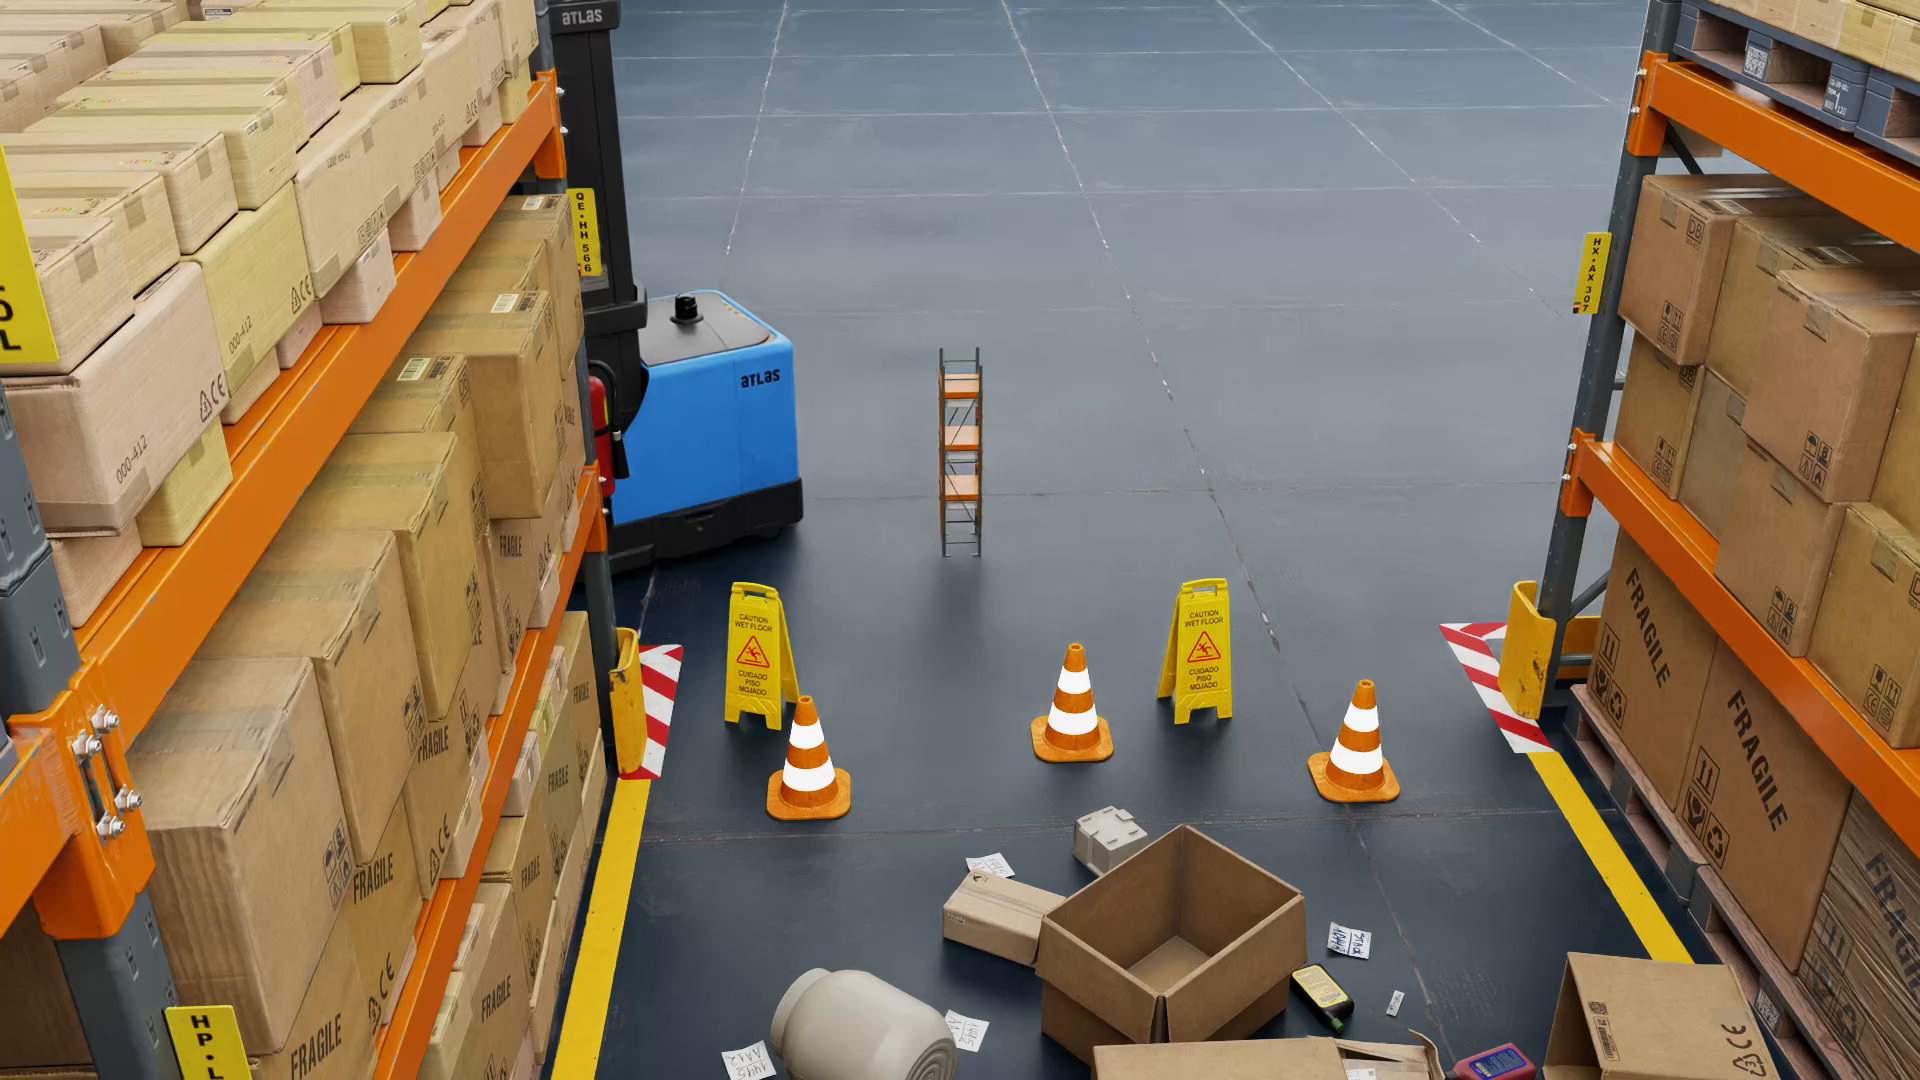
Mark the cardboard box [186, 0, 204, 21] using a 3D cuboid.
[{"bbox_3d":[-2.082,-1.402,4.361,0.380,0.149,0.250,-2,28,-3],"label":"cardboard box"}]

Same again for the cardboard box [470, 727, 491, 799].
[{"bbox_3d":[-1.510,0.637,4.557,0.380,0.149,0.250,-1,28,-3],"label":"cardboard box"}]

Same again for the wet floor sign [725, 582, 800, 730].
[{"bbox_3d":[-0.866,0.468,7.154,0.267,0.644,0.232,8,29,15],"label":"wet floor sign"}]

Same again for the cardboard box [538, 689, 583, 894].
[{"bbox_3d":[-1.592,0.843,5.598,0.500,0.500,0.500,0,28,-1],"label":"cardboard box"}]

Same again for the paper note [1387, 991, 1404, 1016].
[{"bbox_3d":[1.492,1.587,5.697,0.032,0.001,0.123,13,30,24],"label":"paper note"}]

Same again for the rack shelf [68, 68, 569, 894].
[{"bbox_3d":[-1.820,-0.549,4.094,1.077,0.370,4.000,-1,28,-3],"label":"rack shelf"}]

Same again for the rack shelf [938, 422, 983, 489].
[{"bbox_3d":[0.003,-0.431,8.465,0.215,0.259,0.240,-1,28,-3],"label":"rack shelf"}]

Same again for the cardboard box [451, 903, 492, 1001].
[{"bbox_3d":[-1.469,1.099,4.407,0.380,0.149,0.250,0,28,0],"label":"cardboard box"}]

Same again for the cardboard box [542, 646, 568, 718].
[{"bbox_3d":[-1.536,0.483,5.588,0.380,0.149,0.250,-1,28,-1],"label":"cardboard box"}]

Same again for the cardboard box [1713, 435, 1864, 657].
[{"bbox_3d":[3.032,-0.009,5.362,0.875,0.550,0.550,-1,28,-3],"label":"cardboard box"}]

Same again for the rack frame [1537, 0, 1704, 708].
[{"bbox_3d":[3.014,-0.628,6.710,1.000,3.000,0.127,-1,28,-3],"label":"rack frame"}]

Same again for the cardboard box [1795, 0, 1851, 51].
[{"bbox_3d":[2.752,-1.561,4.964,0.380,0.149,0.250,-1,28,-2],"label":"cardboard box"}]

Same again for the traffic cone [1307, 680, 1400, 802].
[{"bbox_3d":[1.623,0.776,6.761,0.336,0.463,0.334,-1,28,-3],"label":"traffic cone"}]

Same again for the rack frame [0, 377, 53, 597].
[{"bbox_3d":[-1.716,-1.275,1.463,1.000,3.000,0.127,-1,28,-3],"label":"rack frame"}]

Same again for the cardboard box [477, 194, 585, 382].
[{"bbox_3d":[-1.680,-0.851,5.626,0.700,0.500,0.500,-2,28,-4],"label":"cardboard box"}]

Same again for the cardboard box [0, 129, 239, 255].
[{"bbox_3d":[-1.454,-0.582,2.787,0.380,0.149,0.250,-2,28,-4],"label":"cardboard box"}]

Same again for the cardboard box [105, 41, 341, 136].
[{"bbox_3d":[-1.529,-0.940,3.475,0.380,0.149,0.250,-2,28,-3],"label":"cardboard box"}]

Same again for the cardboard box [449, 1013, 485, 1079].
[{"bbox_3d":[-1.517,1.560,4.224,0.500,0.500,0.500,0,28,-1],"label":"cardboard box"}]

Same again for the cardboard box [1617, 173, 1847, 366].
[{"bbox_3d":[2.994,-1.001,6.096,0.875,0.550,0.550,-1,28,-3],"label":"cardboard box"}]

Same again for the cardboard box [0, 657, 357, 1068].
[{"bbox_3d":[-1.522,0.557,2.927,0.700,0.500,0.500,-2,28,-3],"label":"cardboard box"}]

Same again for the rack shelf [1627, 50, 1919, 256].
[{"bbox_3d":[3.118,-0.715,4.412,1.077,0.370,4.000,-1,28,-3],"label":"rack shelf"}]

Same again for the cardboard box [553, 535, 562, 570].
[{"bbox_3d":[-1.575,0.050,5.681,0.380,0.149,0.250,-2,28,-4],"label":"cardboard box"}]

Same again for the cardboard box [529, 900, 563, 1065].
[{"bbox_3d":[-1.562,1.419,5.305,0.500,0.250,0.500,-2,28,-4],"label":"cardboard box"}]

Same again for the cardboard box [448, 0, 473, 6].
[{"bbox_3d":[-1.605,-1.647,4.831,0.380,0.149,0.250,-2,28,-3],"label":"cardboard box"}]

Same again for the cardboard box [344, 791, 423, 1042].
[{"bbox_3d":[-1.510,0.768,3.604,0.500,0.500,0.500,-1,28,-3],"label":"cardboard box"}]

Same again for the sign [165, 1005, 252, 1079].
[{"bbox_3d":[-1.162,0.857,2.611,0.100,0.325,0.005,-1,28,-3],"label":"sign"}]

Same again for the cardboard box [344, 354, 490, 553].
[{"bbox_3d":[-1.644,-0.150,4.283,0.700,0.500,0.500,-2,28,-3],"label":"cardboard box"}]

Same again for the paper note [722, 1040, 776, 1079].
[{"bbox_3d":[-0.692,1.710,5.439,0.142,0.019,0.148,-11,30,-20],"label":"paper note"}]

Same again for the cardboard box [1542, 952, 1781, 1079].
[{"bbox_3d":[2.117,1.634,5.073,0.500,0.500,0.500,3,28,6],"label":"cardboard box"}]

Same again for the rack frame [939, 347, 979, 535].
[{"bbox_3d":[-0.004,-0.497,8.568,0.200,1.050,0.008,-1,28,-3],"label":"rack frame"}]

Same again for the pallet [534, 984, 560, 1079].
[{"bbox_3d":[-1.853,1.748,5.171,1.003,0.211,1.213,-1,28,-3],"label":"pallet"}]

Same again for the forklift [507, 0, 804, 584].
[{"bbox_3d":[-2.360,-1.190,7.863,3.031,2.935,1.130,-16,31,-27],"label":"forklift"}]

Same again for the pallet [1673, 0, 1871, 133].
[{"bbox_3d":[3.063,-1.576,5.381,1.003,0.211,1.213,-1,28,-3],"label":"pallet"}]

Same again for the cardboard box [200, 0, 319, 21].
[{"bbox_3d":[-1.650,-1.294,4.154,0.380,0.149,0.250,-2,28,-4],"label":"cardboard box"}]

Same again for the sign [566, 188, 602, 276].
[{"bbox_3d":[-1.369,-1.119,6.059,0.100,0.325,0.005,-1,28,-3],"label":"sign"}]

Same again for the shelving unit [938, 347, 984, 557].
[{"bbox_3d":[0.003,-0.441,8.460,0.215,1.050,0.252,-1,28,-3],"label":"shelving unit"}]

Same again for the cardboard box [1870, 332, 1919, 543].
[{"bbox_3d":[3.166,-0.246,4.648,0.875,0.550,0.500,-1,28,-3],"label":"cardboard box"}]

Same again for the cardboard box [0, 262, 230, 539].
[{"bbox_3d":[-1.465,-0.220,2.525,0.500,0.250,0.500,-2,28,-4],"label":"cardboard box"}]

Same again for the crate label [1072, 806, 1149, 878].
[{"bbox_3d":[0.580,1.153,6.392,0.250,0.136,0.298,-17,32,-29],"label":"crate label"}]

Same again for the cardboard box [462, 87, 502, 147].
[{"bbox_3d":[-1.601,-1.285,4.997,0.380,0.149,0.250,-1,28,-1],"label":"cardboard box"}]

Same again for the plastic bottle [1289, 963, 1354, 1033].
[{"bbox_3d":[1.250,1.567,5.680,0.133,0.061,0.283,-11,30,-20],"label":"plastic bottle"}]

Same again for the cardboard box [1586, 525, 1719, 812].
[{"bbox_3d":[3.115,0.439,6.507,0.875,0.875,0.875,-1,28,-2],"label":"cardboard box"}]

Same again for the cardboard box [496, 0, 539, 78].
[{"bbox_3d":[-1.629,-1.627,5.223,0.500,0.250,0.500,-2,28,-3],"label":"cardboard box"}]

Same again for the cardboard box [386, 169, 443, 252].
[{"bbox_3d":[-1.502,-0.814,4.095,0.380,0.149,0.250,-2,28,-3],"label":"cardboard box"}]

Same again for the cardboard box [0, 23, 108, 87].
[{"bbox_3d":[-2.126,-1.042,3.669,0.380,0.149,0.250,-1,28,-2],"label":"cardboard box"}]

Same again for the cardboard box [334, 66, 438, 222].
[{"bbox_3d":[-1.543,-0.922,3.872,0.500,0.250,0.500,-1,28,-2],"label":"cardboard box"}]

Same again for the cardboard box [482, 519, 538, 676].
[{"bbox_3d":[-1.577,0.068,4.945,0.500,0.500,0.500,-2,28,-3],"label":"cardboard box"}]

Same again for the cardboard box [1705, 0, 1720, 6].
[{"bbox_3d":[2.711,-1.911,5.636,0.380,0.149,0.250,-1,28,-2],"label":"cardboard box"}]

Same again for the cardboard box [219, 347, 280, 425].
[{"bbox_3d":[-1.541,-0.334,3.174,0.380,0.149,0.250,-1,28,-1],"label":"cardboard box"}]
